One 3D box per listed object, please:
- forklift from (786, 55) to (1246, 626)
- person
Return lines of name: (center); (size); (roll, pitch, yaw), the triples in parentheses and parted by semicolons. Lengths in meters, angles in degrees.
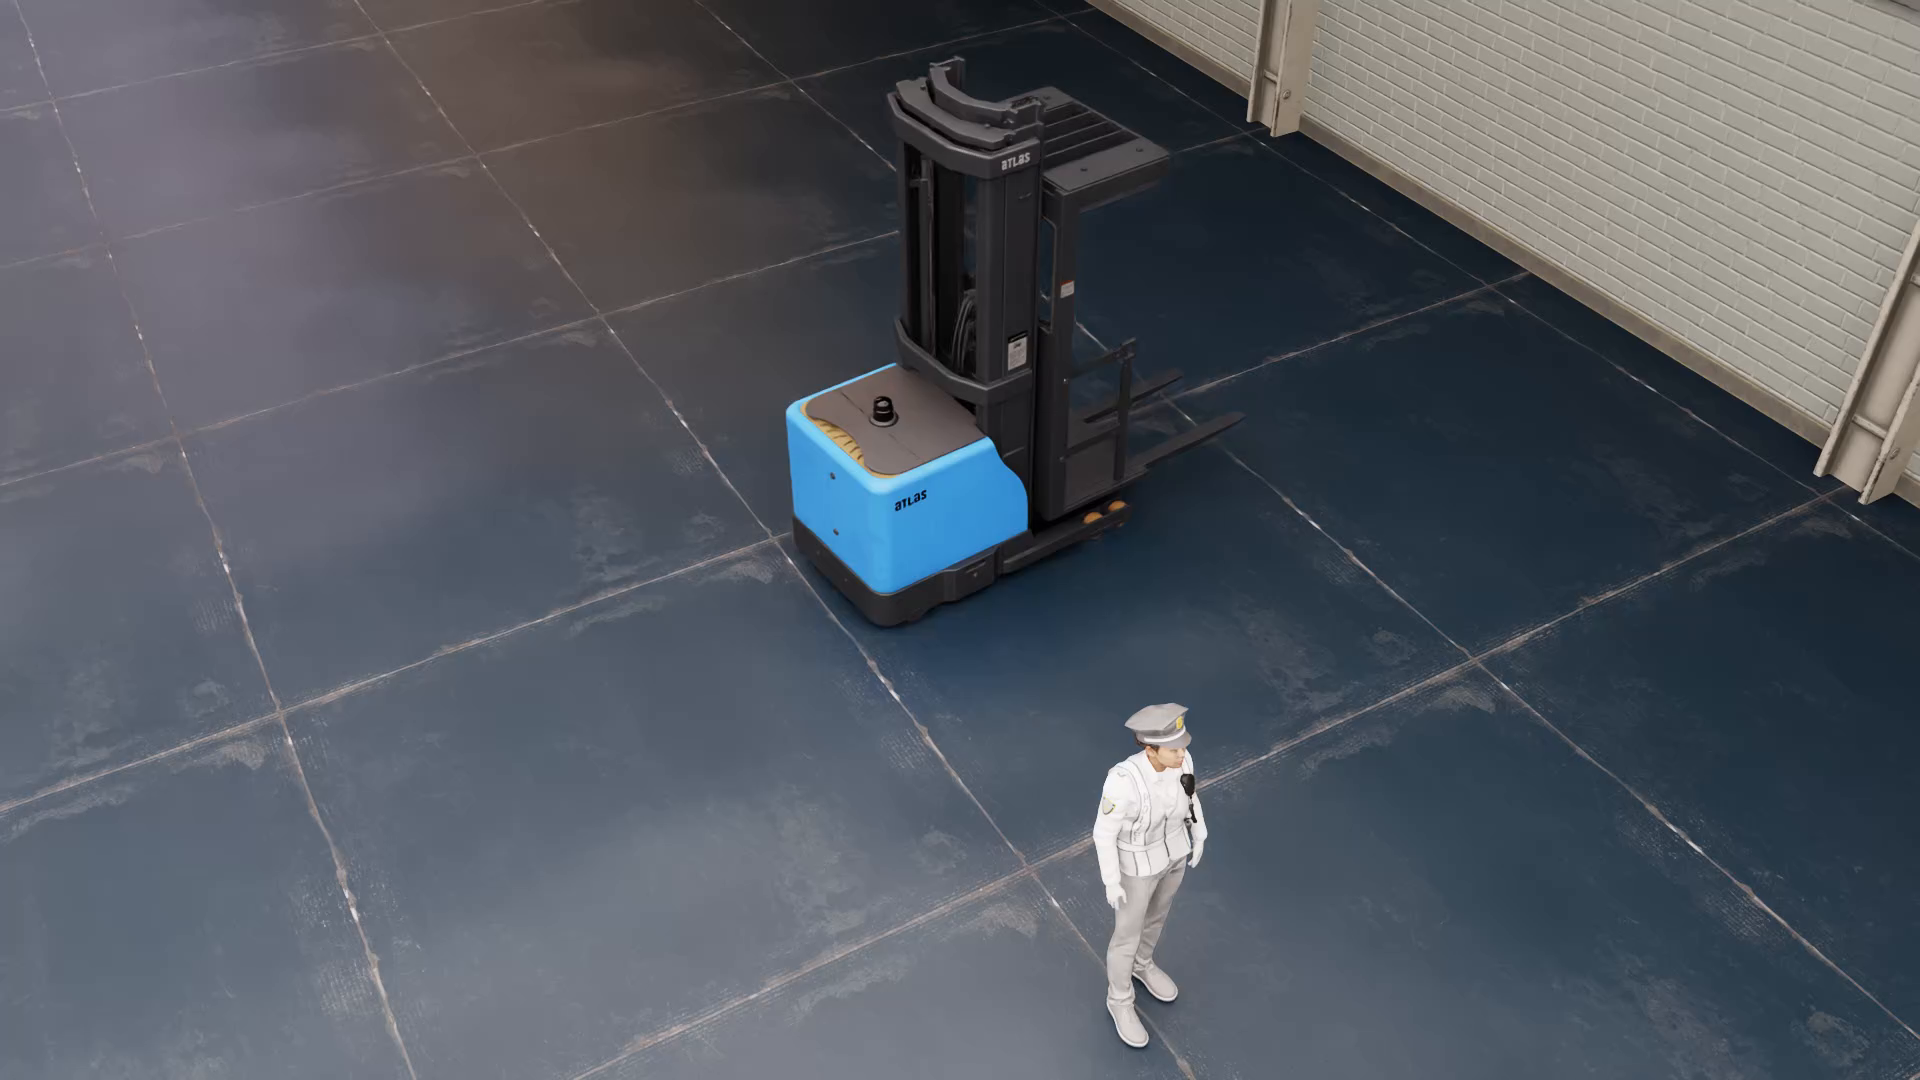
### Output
forklift: (0.468, -1.385, 9.707); (3.031, 2.935, 1.130); (-25, 46, -27)
person: (0.873, 1.426, 7.274); (0.587, 1.694, 0.531); (-24, 46, -27)
